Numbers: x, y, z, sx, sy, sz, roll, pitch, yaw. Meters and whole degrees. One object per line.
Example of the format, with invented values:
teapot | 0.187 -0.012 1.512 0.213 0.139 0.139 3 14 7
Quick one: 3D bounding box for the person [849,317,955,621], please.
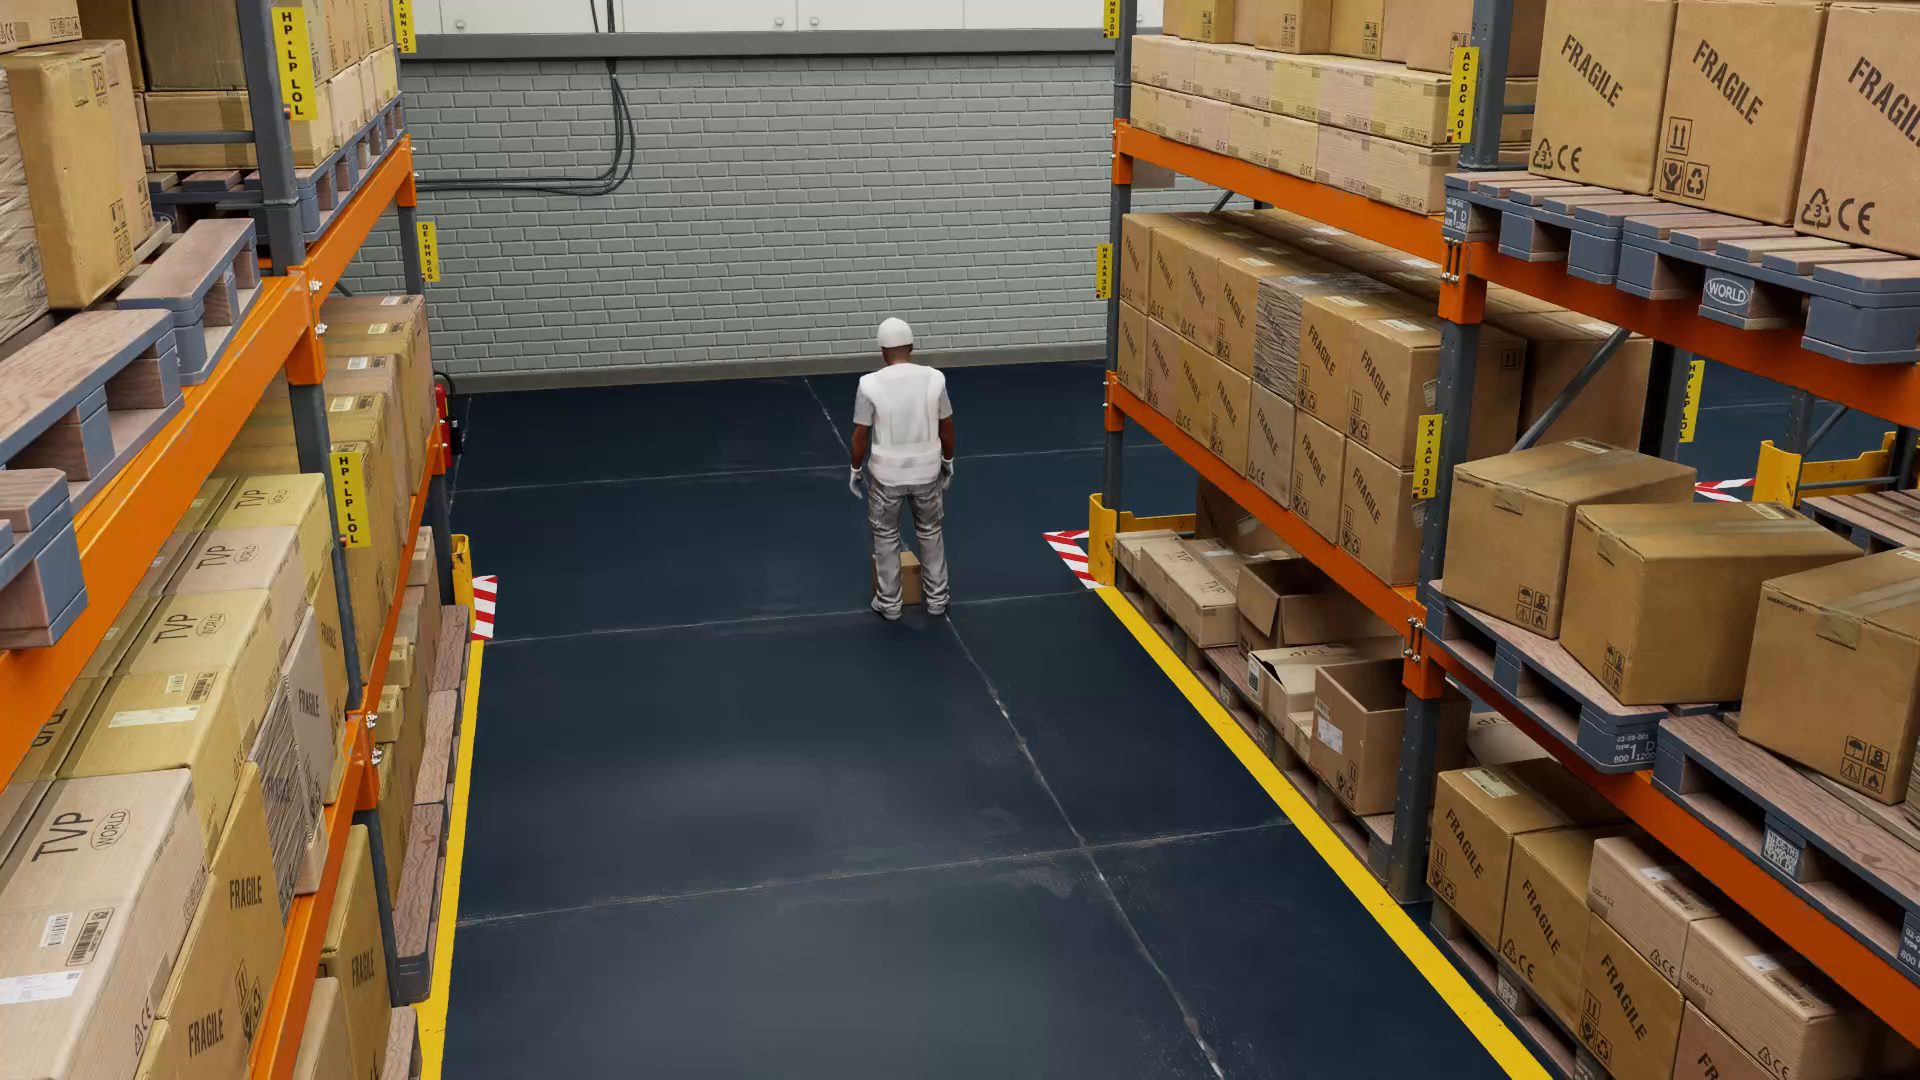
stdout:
person | -0.333 -0.407 9.705 0.633 1.775 0.447 -5 20 -14
